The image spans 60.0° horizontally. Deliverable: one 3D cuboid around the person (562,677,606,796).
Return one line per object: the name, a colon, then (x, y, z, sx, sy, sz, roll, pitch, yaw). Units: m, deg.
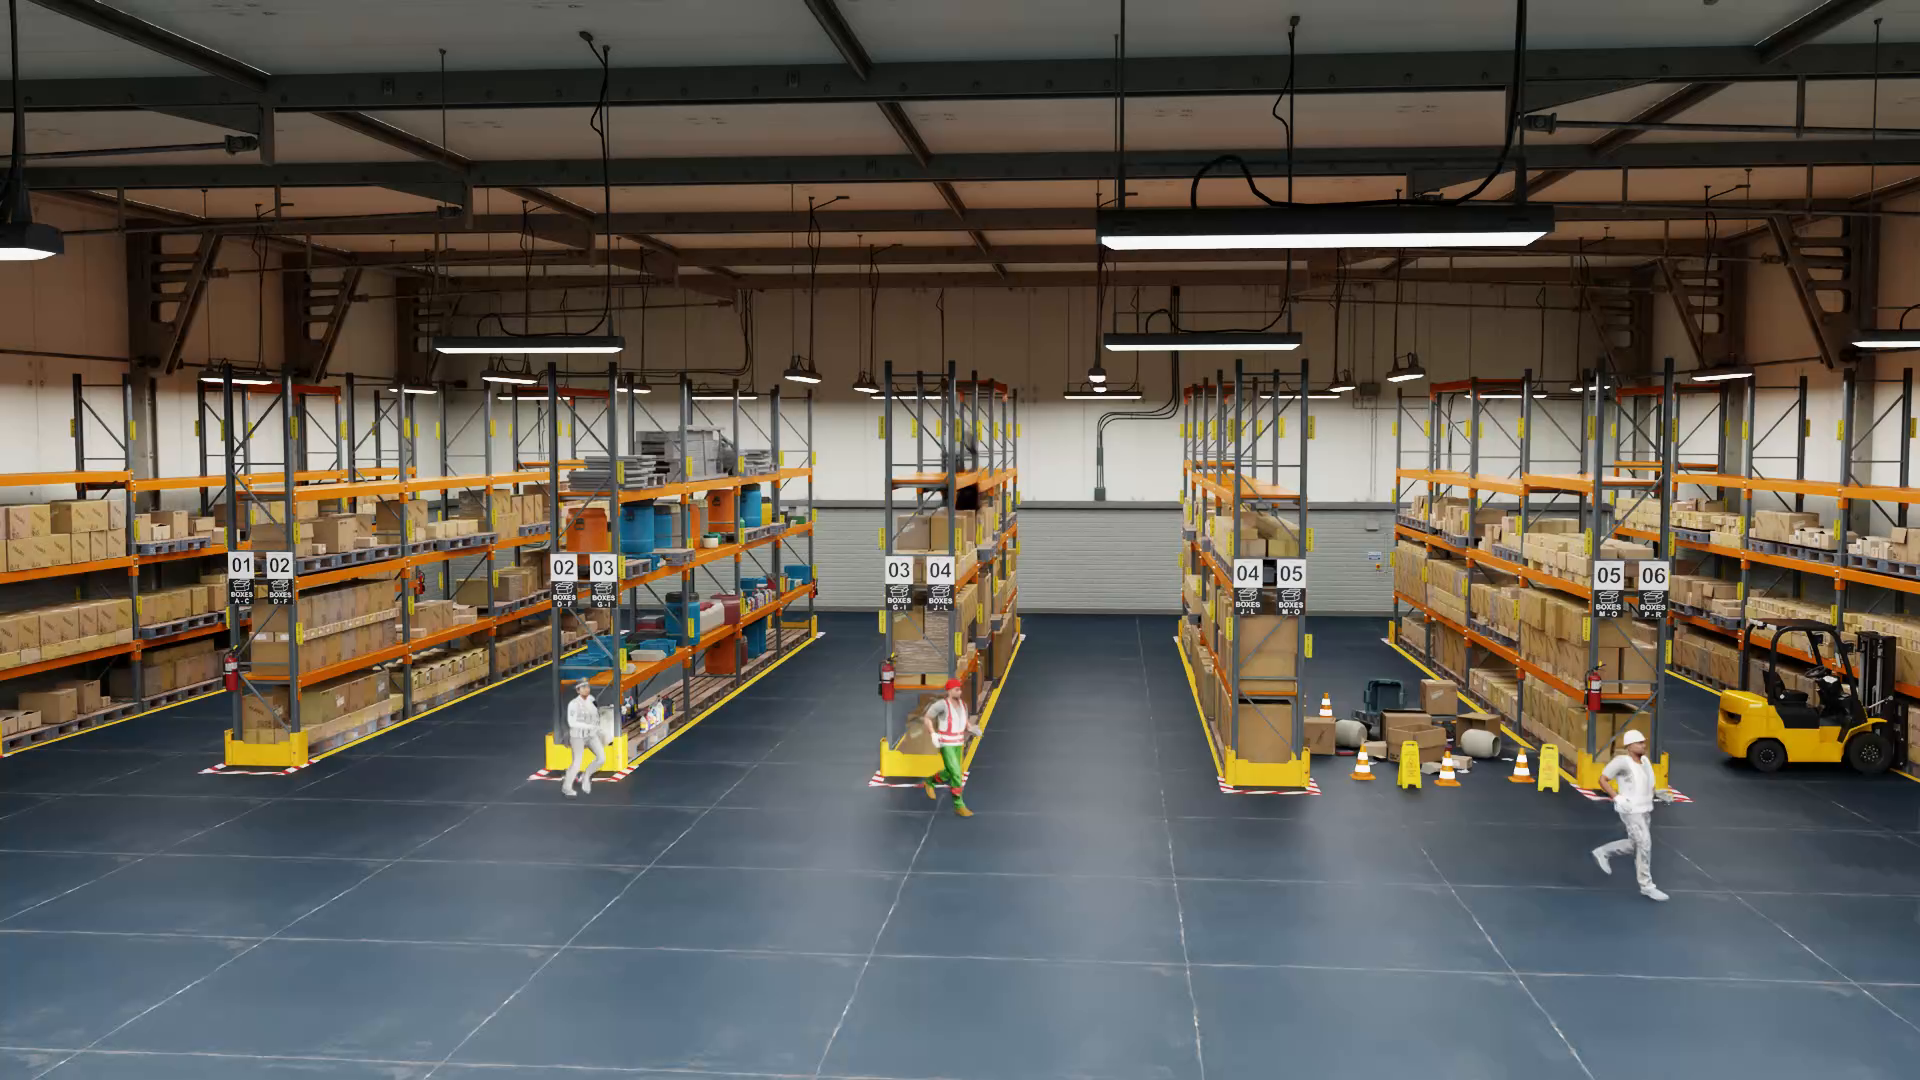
person: (-5.091, 2.670, 22.629, 0.777, 1.652, 0.633, 3, 5, 41)

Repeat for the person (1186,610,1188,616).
person: (5.783, 1.540, 40.491, 0.797, 1.651, 0.603, -1, 4, -11)

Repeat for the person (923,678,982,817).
person: (-0.175, 2.681, 21.821, 0.968, 1.772, 0.627, 4, 5, 43)

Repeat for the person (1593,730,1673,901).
person: (7.266, 2.940, 18.018, 0.682, 1.781, 0.912, -3, 5, -40)
